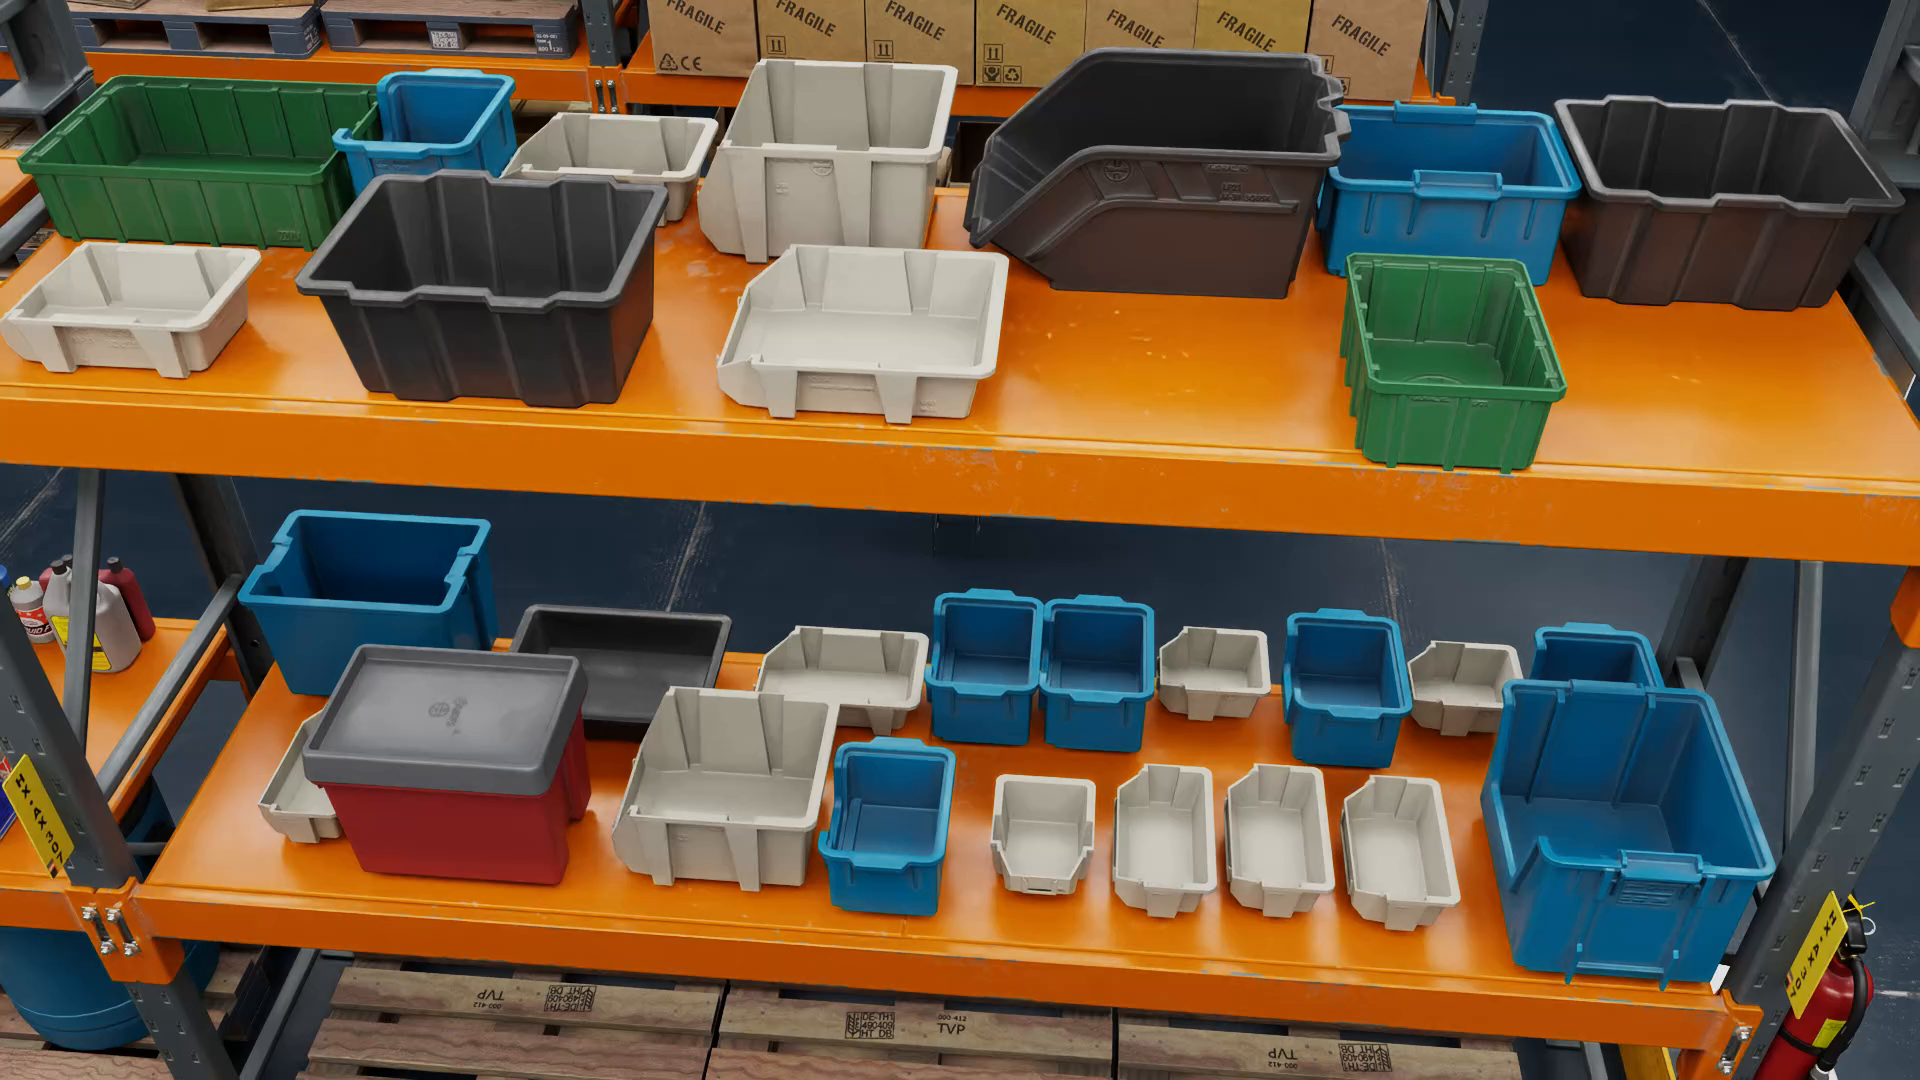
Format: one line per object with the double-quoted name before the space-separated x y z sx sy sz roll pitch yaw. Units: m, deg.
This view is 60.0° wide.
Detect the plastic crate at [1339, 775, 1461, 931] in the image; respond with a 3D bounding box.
"plastic crate" 1.068 0.773 4.086 0.243 0.136 0.396 3 39 4

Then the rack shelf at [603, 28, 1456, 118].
"rack shelf" 0.335 -2.321 8.295 4.000 0.370 1.077 3 39 4

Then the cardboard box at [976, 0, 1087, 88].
"cardboard box" 0.342 -2.467 7.825 0.500 0.500 0.500 3 39 3

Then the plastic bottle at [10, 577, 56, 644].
"plastic bottle" -2.667 0.193 4.794 0.097 0.201 0.097 0 39 0

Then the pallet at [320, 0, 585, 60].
"pallet" -2.444 -2.746 8.400 1.213 0.211 1.003 3 39 4

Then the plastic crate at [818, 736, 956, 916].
"plastic crate" -0.172 0.716 4.080 0.300 0.233 0.416 3 39 4

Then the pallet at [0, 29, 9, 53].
"pallet" -4.961 -2.859 8.538 1.003 0.211 1.213 3 39 4

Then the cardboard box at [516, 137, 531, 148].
"cardboard box" -2.174 -1.756 8.663 0.500 0.500 0.500 3 39 4

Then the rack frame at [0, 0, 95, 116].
"rack frame" -2.089 -1.920 2.480 0.127 3.000 1.000 3 39 4

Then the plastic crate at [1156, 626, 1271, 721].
"plastic crate" 0.691 0.377 4.573 0.298 0.136 0.250 3 39 4

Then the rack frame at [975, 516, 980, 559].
"rack frame" 0.077 -0.461 6.866 0.006 1.200 0.240 3 39 4

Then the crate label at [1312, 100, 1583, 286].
"crate label" 1.005 -0.735 3.518 0.502 0.251 0.408 3 39 4

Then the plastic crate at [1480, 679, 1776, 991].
"plastic crate" 1.547 0.687 3.955 0.499 0.435 0.616 3 39 4

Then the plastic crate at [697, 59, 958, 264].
"plastic crate" -0.285 -0.808 3.584 0.530 0.282 0.437 3 39 4

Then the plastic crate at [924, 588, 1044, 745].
"plastic crate" 0.068 0.358 4.520 0.300 0.233 0.416 3 39 4

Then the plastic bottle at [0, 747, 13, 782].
"plastic bottle" -2.517 0.586 4.311 0.097 0.201 0.097 0 39 0

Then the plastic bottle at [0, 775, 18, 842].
"plastic bottle" -2.509 0.637 4.190 0.135 0.276 0.152 3 39 4

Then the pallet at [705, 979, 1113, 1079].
"pallet" -0.134 1.569 5.156 1.213 0.211 1.003 3 39 4

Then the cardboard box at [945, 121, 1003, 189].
"cardboard box" 0.215 -1.812 8.729 0.637 0.503 0.797 3 39 4

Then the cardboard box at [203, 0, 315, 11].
"cardboard box" -3.423 -2.967 8.108 0.500 0.500 0.700 -6 40 -8

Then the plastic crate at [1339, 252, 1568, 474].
"plastic crate" 0.889 -0.331 3.072 0.336 0.188 0.450 3 39 4

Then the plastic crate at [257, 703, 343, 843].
"plastic crate" -1.637 0.601 4.297 0.243 0.136 0.396 3 39 4

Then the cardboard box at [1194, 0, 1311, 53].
"cardboard box" 1.341 -2.409 7.754 0.500 0.500 0.500 3 39 4

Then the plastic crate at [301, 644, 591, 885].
"plastic crate" -1.221 0.565 4.082 0.583 0.464 0.402 3 39 4

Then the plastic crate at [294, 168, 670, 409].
"plastic crate" -0.875 -0.466 3.174 0.590 0.269 0.497 3 39 4

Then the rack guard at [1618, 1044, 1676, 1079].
"rack guard" 1.922 1.587 4.904 0.348 0.500 1.175 3 39 4

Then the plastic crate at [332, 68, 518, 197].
"plastic crate" -1.154 -0.843 3.666 0.300 0.233 0.416 3 39 4

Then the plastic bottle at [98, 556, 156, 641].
"plastic bottle" -2.417 0.164 4.765 0.133 0.283 0.061 3 39 4

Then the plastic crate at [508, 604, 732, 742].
"plastic crate" -0.950 0.382 4.575 0.590 0.125 0.437 3 39 4

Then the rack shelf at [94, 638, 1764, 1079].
"rack shelf" -0.096 0.795 4.468 4.000 0.370 1.077 3 39 4

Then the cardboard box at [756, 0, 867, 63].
"cardboard box" -0.663 -2.522 7.893 0.500 0.500 0.500 4 39 5

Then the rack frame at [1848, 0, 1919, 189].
"rack frame" 1.896 -1.702 2.213 0.127 3.000 1.000 3 39 4

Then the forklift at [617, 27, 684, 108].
"forklift" -1.717 -4.212 10.103 3.031 2.935 1.130 4 39 4

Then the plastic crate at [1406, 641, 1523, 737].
"plastic crate" 1.366 0.413 4.527 0.298 0.136 0.250 3 39 4

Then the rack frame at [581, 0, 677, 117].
"rack frame" -1.658 -2.708 8.201 0.127 3.000 1.000 3 39 4

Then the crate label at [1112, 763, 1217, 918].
"crate label" 0.501 0.748 4.116 0.243 0.136 0.396 3 39 4

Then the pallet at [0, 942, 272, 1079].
"pallet" -2.854 1.420 5.338 1.213 0.211 1.003 3 39 4

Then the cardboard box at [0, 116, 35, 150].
"cardboard box" -5.214 -1.923 8.868 0.500 0.500 0.500 5 39 6

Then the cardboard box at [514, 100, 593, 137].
"cardboard box" -2.118 -2.089 9.072 0.500 0.500 0.500 1 39 2

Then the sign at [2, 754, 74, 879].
"sign" -2.138 0.645 3.862 0.005 0.325 0.100 3 39 4

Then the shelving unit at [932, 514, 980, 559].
"shelving unit" -0.014 -0.466 6.872 0.189 1.200 0.258 3 39 4

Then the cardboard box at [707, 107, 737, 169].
"cardboard box" -1.065 -2.057 9.033 0.500 0.500 0.500 3 39 4

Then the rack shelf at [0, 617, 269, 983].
"rack shelf" -4.081 0.577 4.735 4.000 0.370 1.077 3 39 4
